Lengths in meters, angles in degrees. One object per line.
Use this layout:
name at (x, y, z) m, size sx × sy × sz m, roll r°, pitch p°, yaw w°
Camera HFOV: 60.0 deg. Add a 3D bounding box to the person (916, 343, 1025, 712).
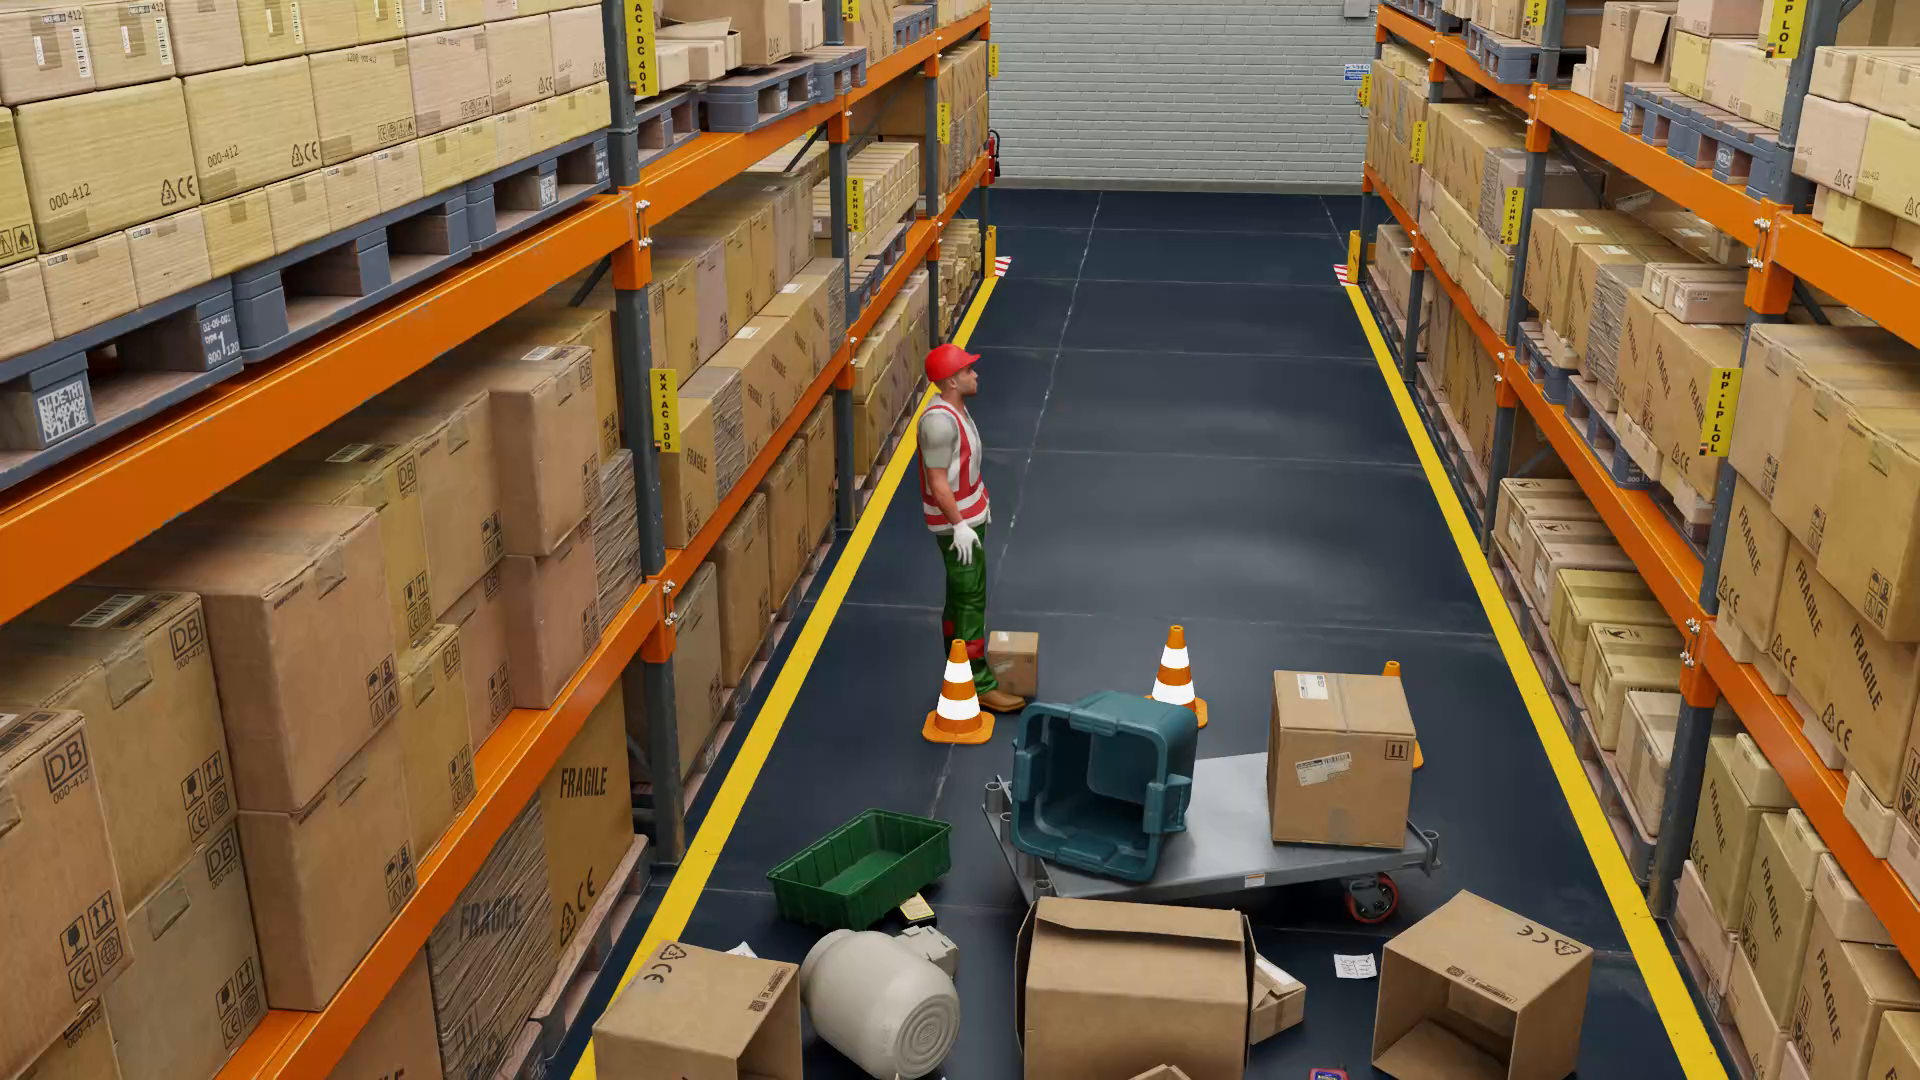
person at (0.077, -0.086, 8.247) m, size 0.564 × 1.788 × 0.624 m, roll 2°, pitch 21°, yaw 6°
